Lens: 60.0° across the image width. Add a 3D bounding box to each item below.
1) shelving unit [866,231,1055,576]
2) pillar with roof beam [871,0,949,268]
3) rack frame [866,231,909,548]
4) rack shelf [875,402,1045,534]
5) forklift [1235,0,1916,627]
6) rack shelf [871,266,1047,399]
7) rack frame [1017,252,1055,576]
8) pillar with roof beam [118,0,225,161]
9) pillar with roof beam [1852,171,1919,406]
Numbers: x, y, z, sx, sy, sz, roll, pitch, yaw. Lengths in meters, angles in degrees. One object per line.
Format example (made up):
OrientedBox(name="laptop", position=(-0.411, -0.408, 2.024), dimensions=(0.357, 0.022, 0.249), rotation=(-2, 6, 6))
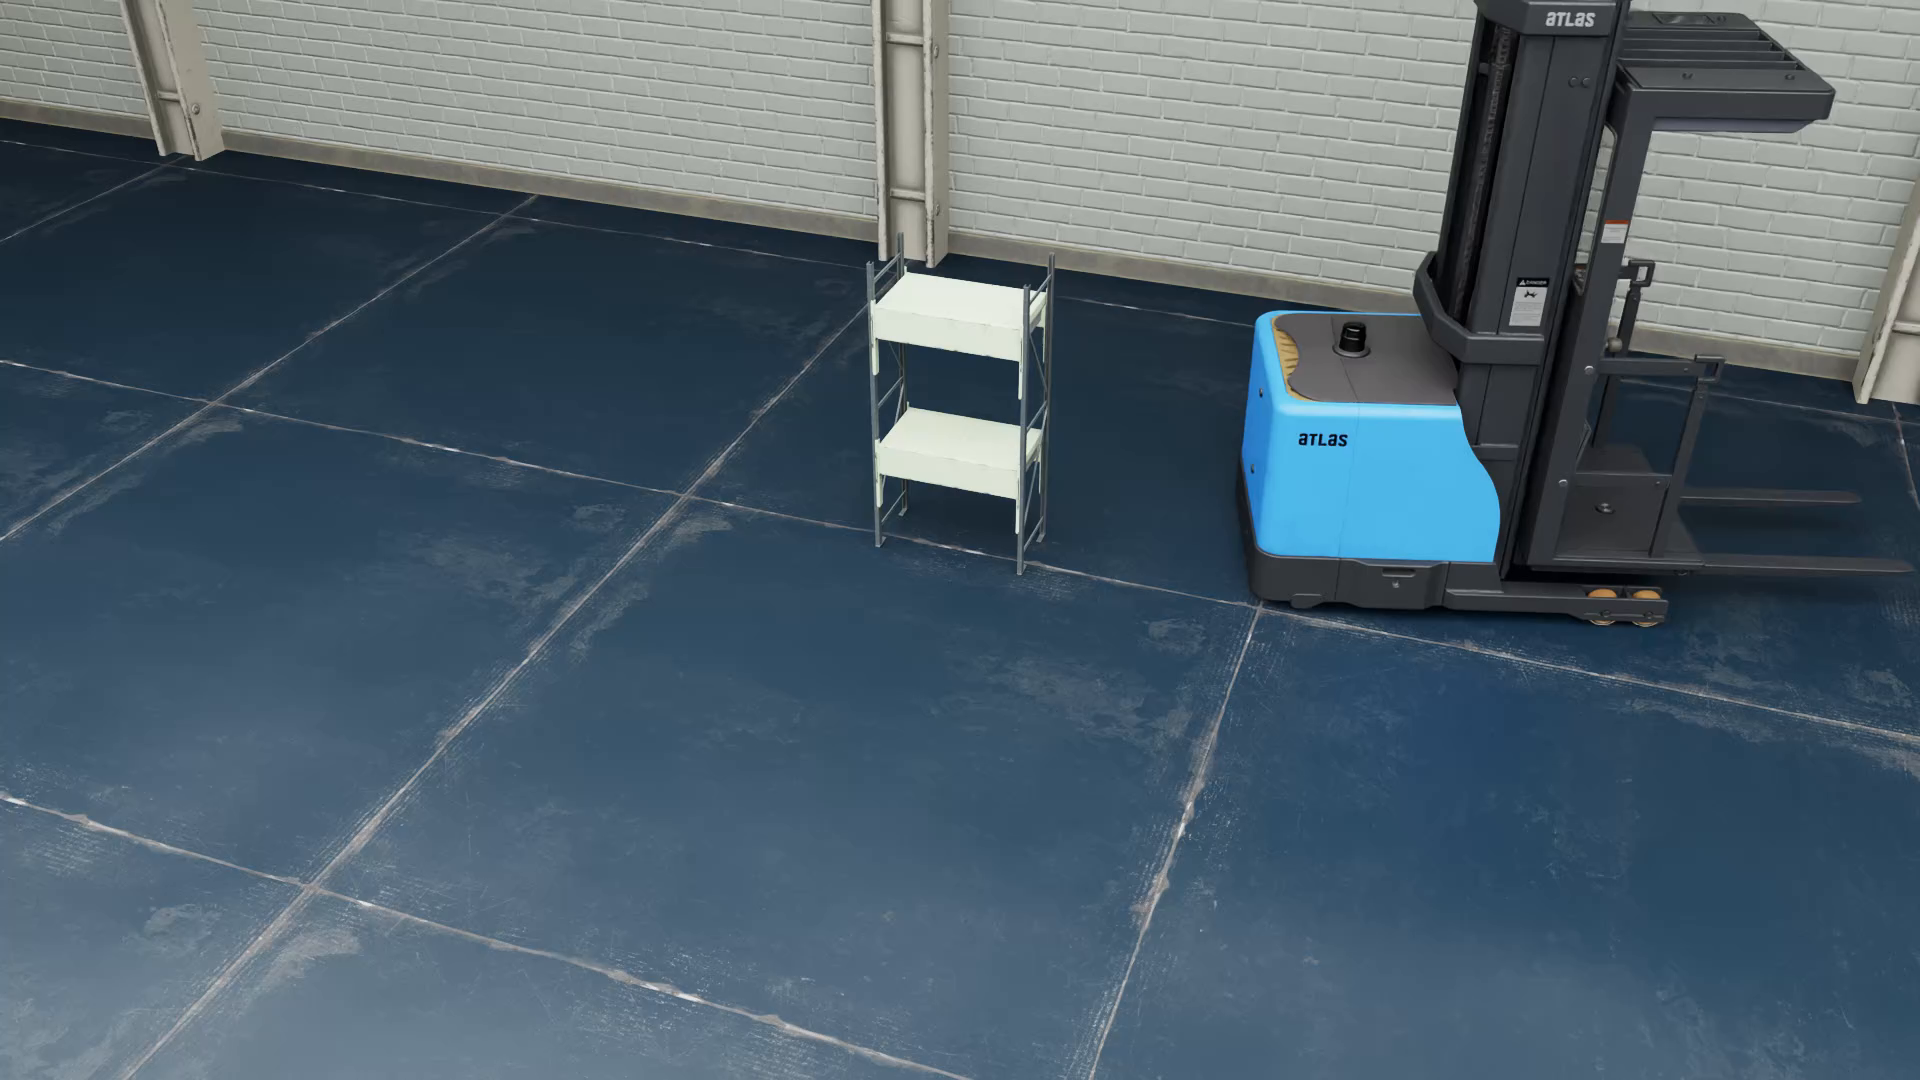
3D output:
OrientedBox(name="shelving unit", position=(0.006, -0.629, 7.841), dimensions=(0.755, 1.500, 0.431), rotation=(11, 34, 16))
OrientedBox(name="pillar with roof beam", position=(-1.762, -3.505, 5.382), dimensions=(0.400, 9.000, 9.100), rotation=(11, 34, 16))
OrientedBox(name="rack frame", position=(-0.338, -0.696, 7.945), dimensions=(0.023, 1.500, 0.400), rotation=(11, 34, 16))
OrientedBox(name="rack shelf", position=(0.006, -0.355, 8.018), dimensions=(0.720, 0.370, 0.431), rotation=(11, 34, 16))
OrientedBox(name="forklift", position=(2.891, -1.132, 7.301), dimensions=(3.031, 2.935, 1.130), rotation=(2, 33, 3))
OrientedBox(name="rack shelf", position=(0.006, -0.957, 7.630), dimensions=(0.720, 0.370, 0.431), rotation=(11, 34, 16))
OrientedBox(name="rack frame", position=(0.351, -0.562, 7.738), dimensions=(0.023, 1.500, 0.400), rotation=(11, 34, 16))
OrientedBox(name="pillar with roof beam", position=(-7.410, -4.603, 7.083), dimensions=(0.400, 9.000, 9.100), rotation=(11, 34, 16))
OrientedBox(name="pillar with roof beam", position=(3.886, -2.407, 3.681), dimensions=(0.400, 9.000, 9.100), rotation=(11, 34, 16))
